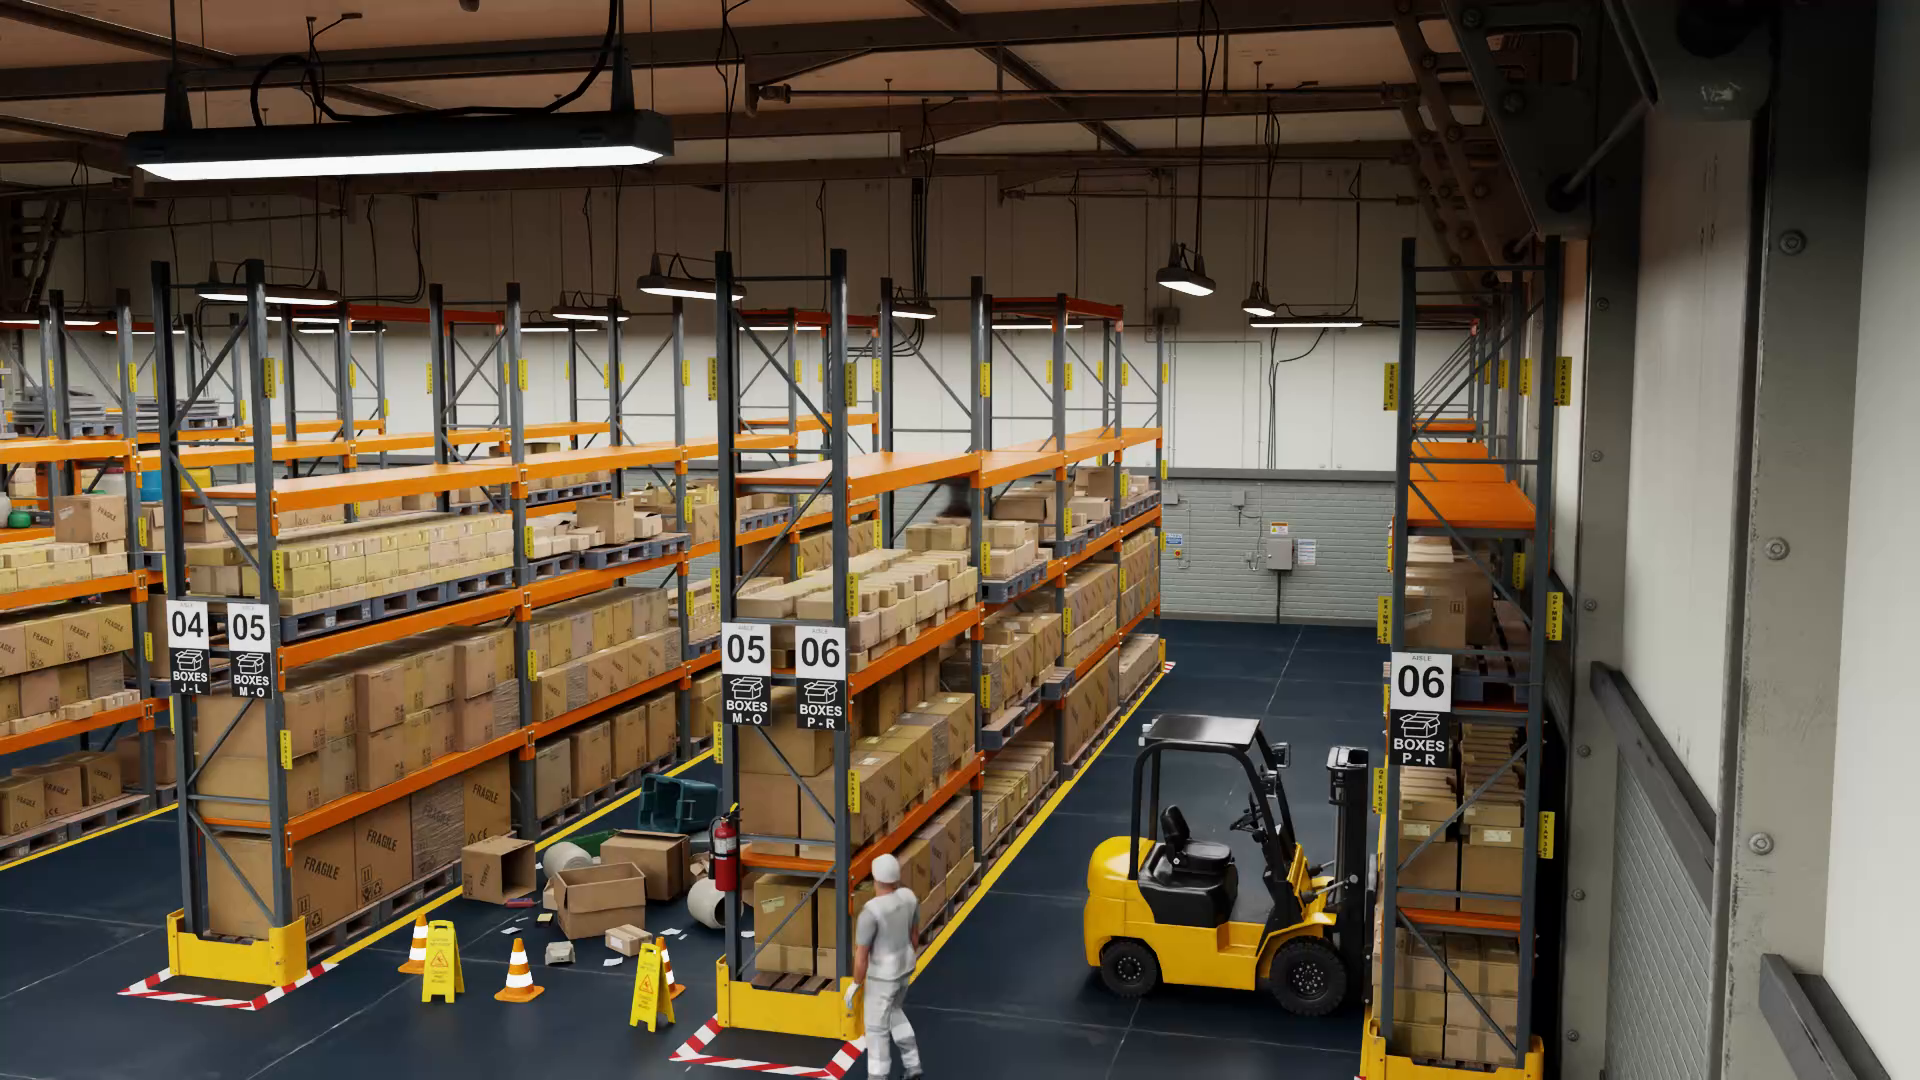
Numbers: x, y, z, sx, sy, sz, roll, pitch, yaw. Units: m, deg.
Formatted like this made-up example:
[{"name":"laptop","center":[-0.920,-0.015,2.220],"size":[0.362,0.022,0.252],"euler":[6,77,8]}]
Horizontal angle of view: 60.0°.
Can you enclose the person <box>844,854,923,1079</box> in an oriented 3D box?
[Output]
[{"name":"person","center":[-0.504,3.039,11.617],"size":[0.418,1.785,0.652],"euler":[4,7,31]}]
